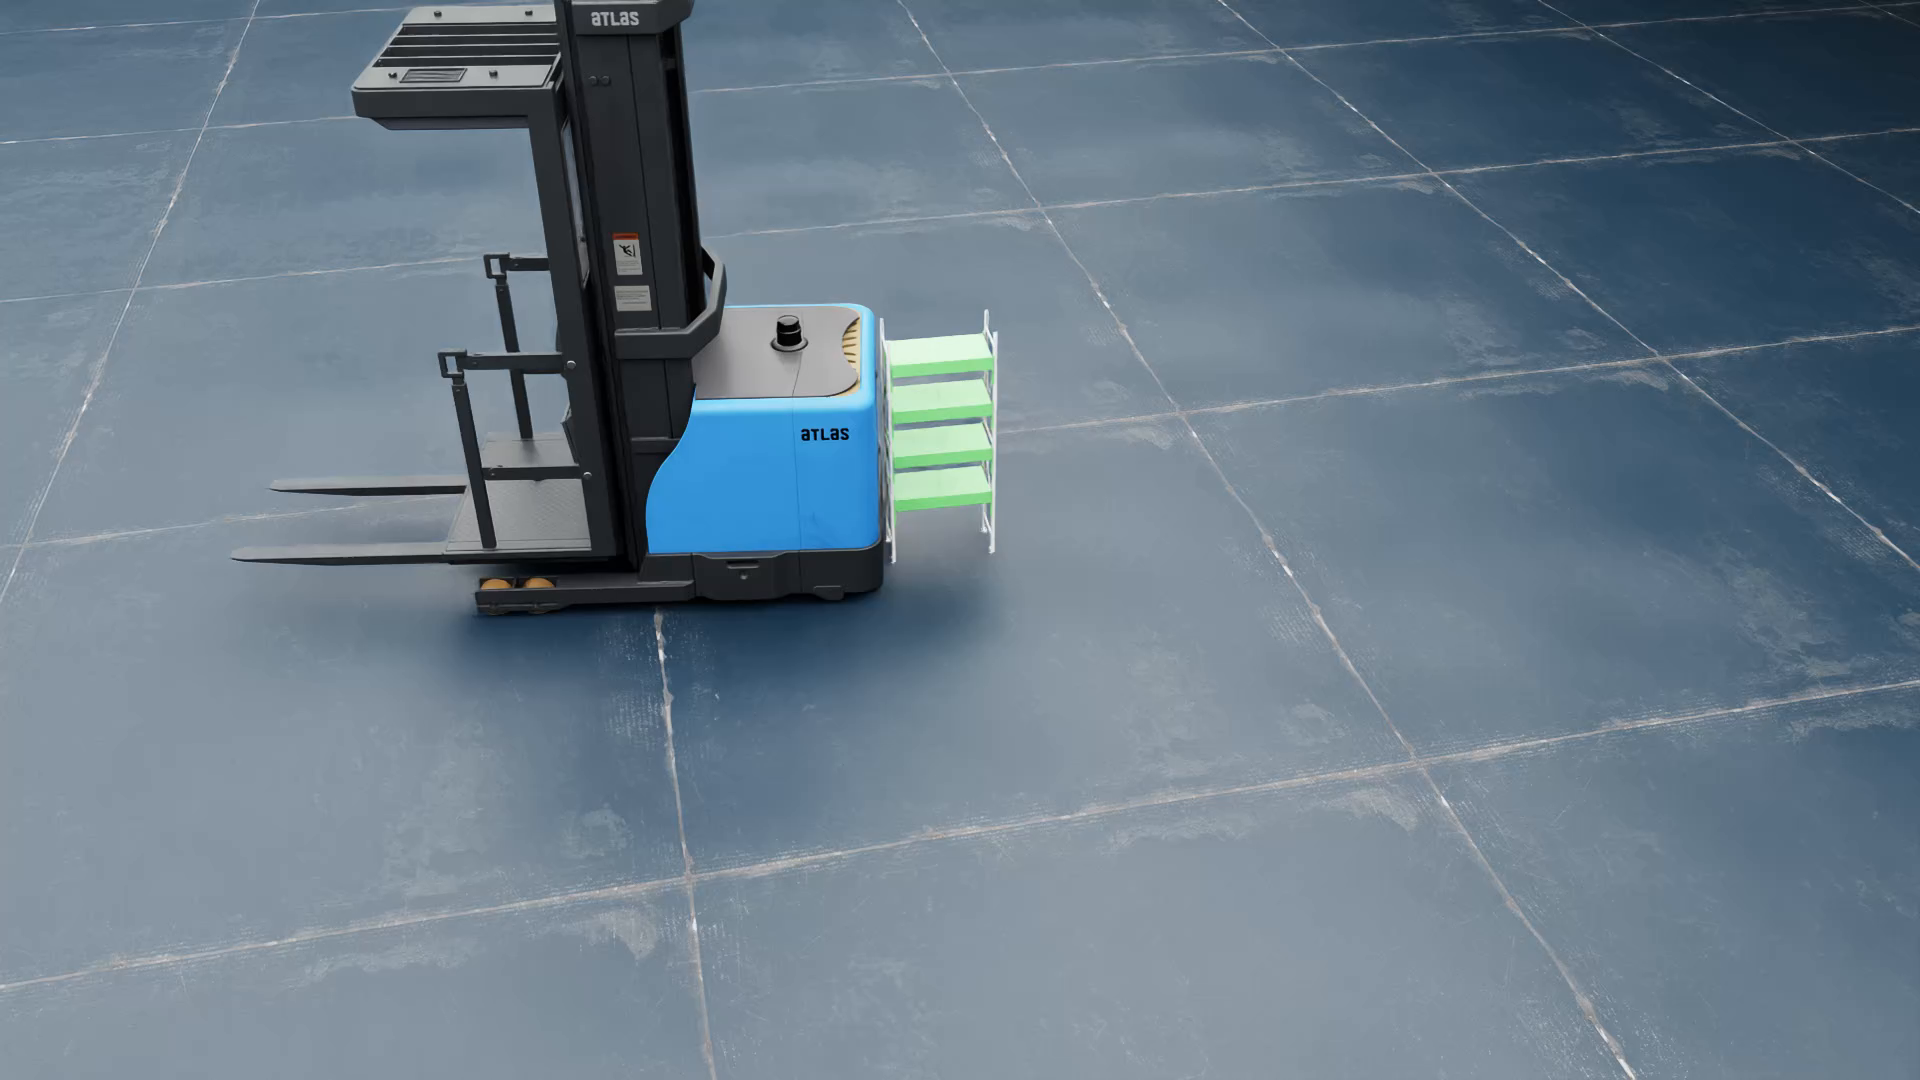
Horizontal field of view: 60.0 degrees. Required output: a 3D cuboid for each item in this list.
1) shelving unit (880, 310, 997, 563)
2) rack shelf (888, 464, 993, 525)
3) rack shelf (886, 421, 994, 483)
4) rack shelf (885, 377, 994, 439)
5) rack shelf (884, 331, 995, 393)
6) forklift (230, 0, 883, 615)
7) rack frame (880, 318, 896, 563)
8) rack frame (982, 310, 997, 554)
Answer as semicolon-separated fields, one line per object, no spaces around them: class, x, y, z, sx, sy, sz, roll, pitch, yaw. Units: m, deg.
shelving unit;-0.100;-0.474;7.880;0.503;1.200;0.258;-6;34;-8
rack shelf;-0.100;-0.222;8.049;0.480;0.148;0.258;-6;34;-8
rack shelf;-0.100;-0.421;7.915;0.480;0.148;0.258;-6;34;-8
rack shelf;-0.100;-0.620;7.782;0.480;0.148;0.258;-6;34;-8
rack shelf;-0.100;-0.820;7.648;0.480;0.148;0.258;-6;34;-8
forklift;-1.895;-1.171;7.364;3.031;2.935;1.130;-1;34;-2
rack frame;-0.340;-0.450;7.844;0.015;1.200;0.240;-6;34;-8
rack frame;0.140;-0.498;7.915;0.015;1.200;0.240;-6;34;-8
